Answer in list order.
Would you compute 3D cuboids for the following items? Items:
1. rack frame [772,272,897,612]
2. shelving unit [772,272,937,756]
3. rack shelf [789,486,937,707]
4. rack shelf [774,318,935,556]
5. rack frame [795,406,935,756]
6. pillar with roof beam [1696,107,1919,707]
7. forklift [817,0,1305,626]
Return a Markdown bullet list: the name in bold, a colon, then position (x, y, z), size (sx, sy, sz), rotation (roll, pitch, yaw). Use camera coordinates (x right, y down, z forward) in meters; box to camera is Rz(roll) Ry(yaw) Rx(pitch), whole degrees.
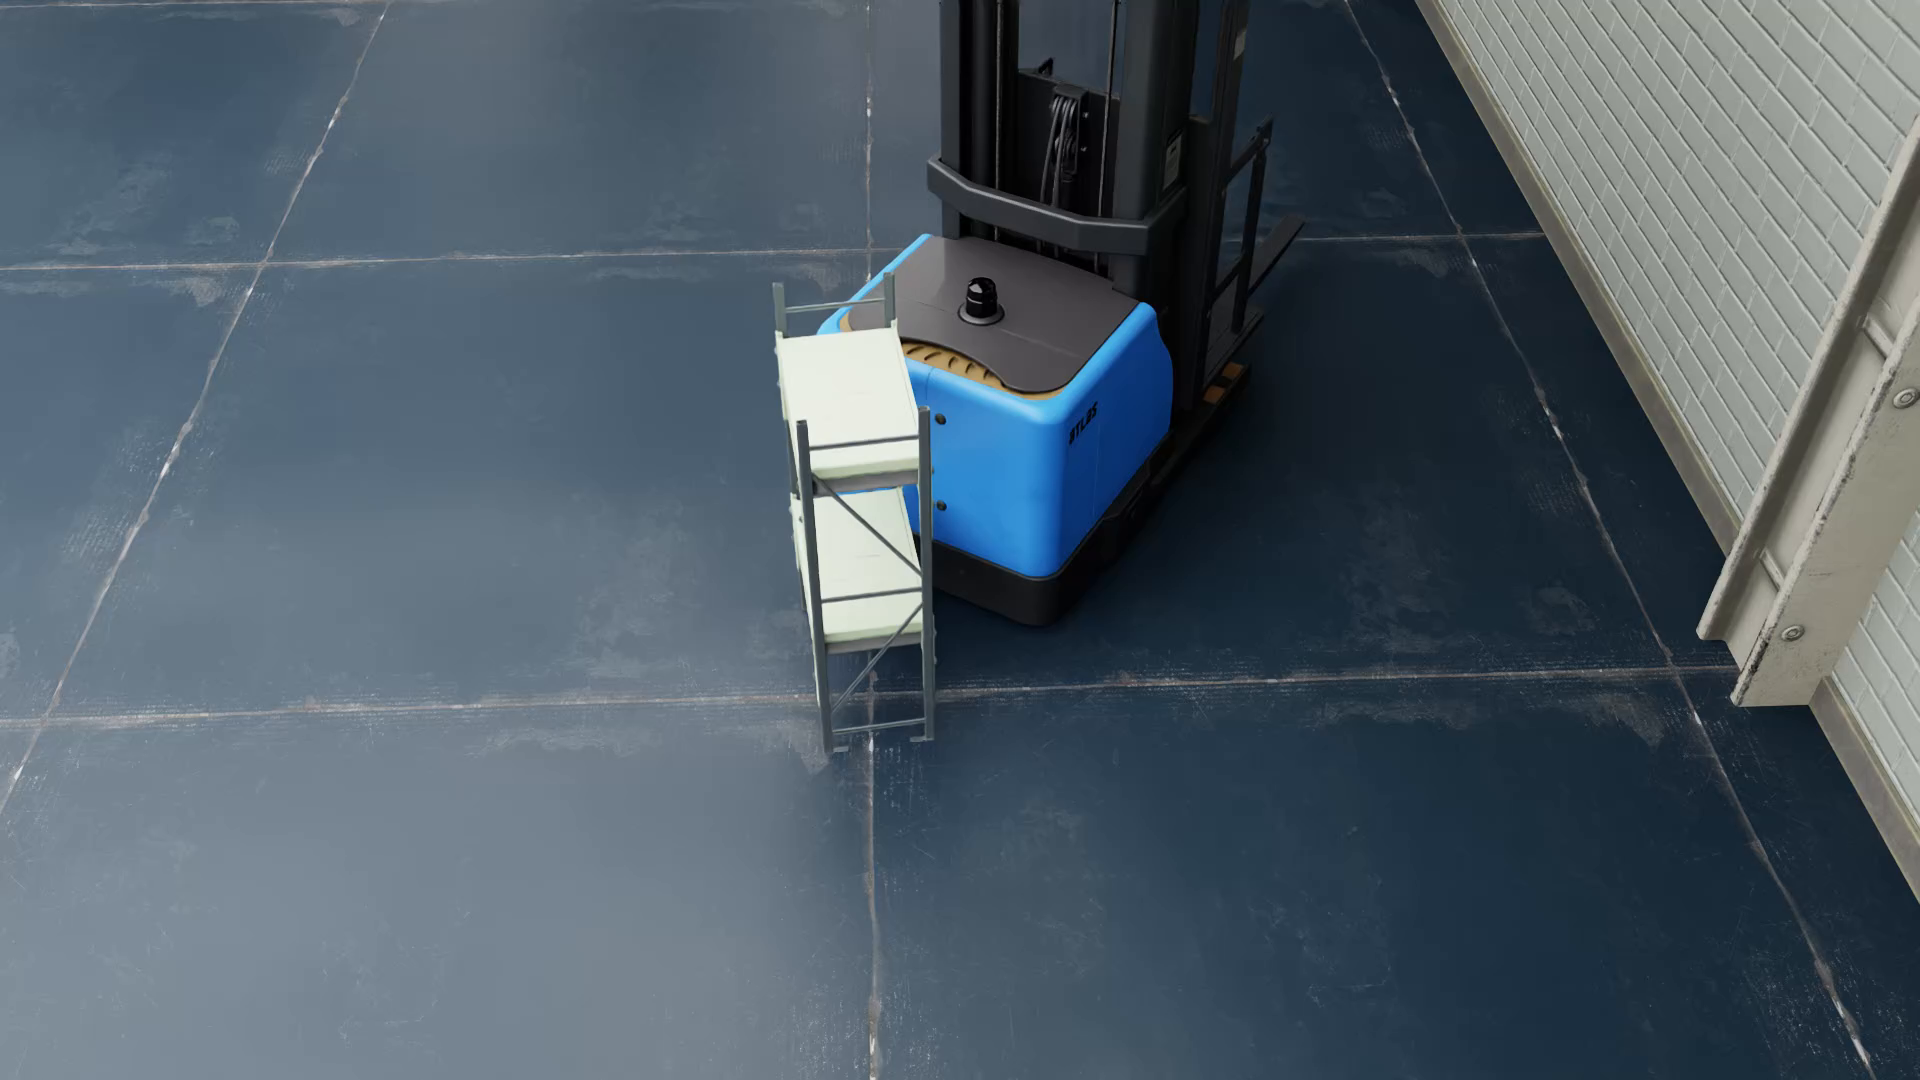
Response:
- **rack frame**: position (-0.416, -0.304, 5.972), size (0.400, 1.500, 0.023), rotation (-7, 43, -7)
- **shelving unit**: position (-0.352, -0.061, 5.706), size (0.431, 1.500, 0.755), rotation (-7, 43, -7)
- **rack shelf**: position (-0.352, 0.180, 5.927), size (0.431, 0.370, 0.720), rotation (-7, 43, -7)
- **rack shelf**: position (-0.352, -0.348, 5.443), size (0.431, 0.370, 0.720), rotation (-7, 43, -7)
- **rack frame**: position (-0.288, 0.183, 5.441), size (0.400, 1.500, 0.023), rotation (-7, 43, -7)
- **pillar with roof beam**: position (-1.318, -2.723, 3.061), size (9.100, 9.000, 0.400), rotation (-2, 43, -2)
- **forklift**: position (0.640, -1.738, 6.477), size (1.130, 2.935, 3.031), rotation (22, 47, 22)
